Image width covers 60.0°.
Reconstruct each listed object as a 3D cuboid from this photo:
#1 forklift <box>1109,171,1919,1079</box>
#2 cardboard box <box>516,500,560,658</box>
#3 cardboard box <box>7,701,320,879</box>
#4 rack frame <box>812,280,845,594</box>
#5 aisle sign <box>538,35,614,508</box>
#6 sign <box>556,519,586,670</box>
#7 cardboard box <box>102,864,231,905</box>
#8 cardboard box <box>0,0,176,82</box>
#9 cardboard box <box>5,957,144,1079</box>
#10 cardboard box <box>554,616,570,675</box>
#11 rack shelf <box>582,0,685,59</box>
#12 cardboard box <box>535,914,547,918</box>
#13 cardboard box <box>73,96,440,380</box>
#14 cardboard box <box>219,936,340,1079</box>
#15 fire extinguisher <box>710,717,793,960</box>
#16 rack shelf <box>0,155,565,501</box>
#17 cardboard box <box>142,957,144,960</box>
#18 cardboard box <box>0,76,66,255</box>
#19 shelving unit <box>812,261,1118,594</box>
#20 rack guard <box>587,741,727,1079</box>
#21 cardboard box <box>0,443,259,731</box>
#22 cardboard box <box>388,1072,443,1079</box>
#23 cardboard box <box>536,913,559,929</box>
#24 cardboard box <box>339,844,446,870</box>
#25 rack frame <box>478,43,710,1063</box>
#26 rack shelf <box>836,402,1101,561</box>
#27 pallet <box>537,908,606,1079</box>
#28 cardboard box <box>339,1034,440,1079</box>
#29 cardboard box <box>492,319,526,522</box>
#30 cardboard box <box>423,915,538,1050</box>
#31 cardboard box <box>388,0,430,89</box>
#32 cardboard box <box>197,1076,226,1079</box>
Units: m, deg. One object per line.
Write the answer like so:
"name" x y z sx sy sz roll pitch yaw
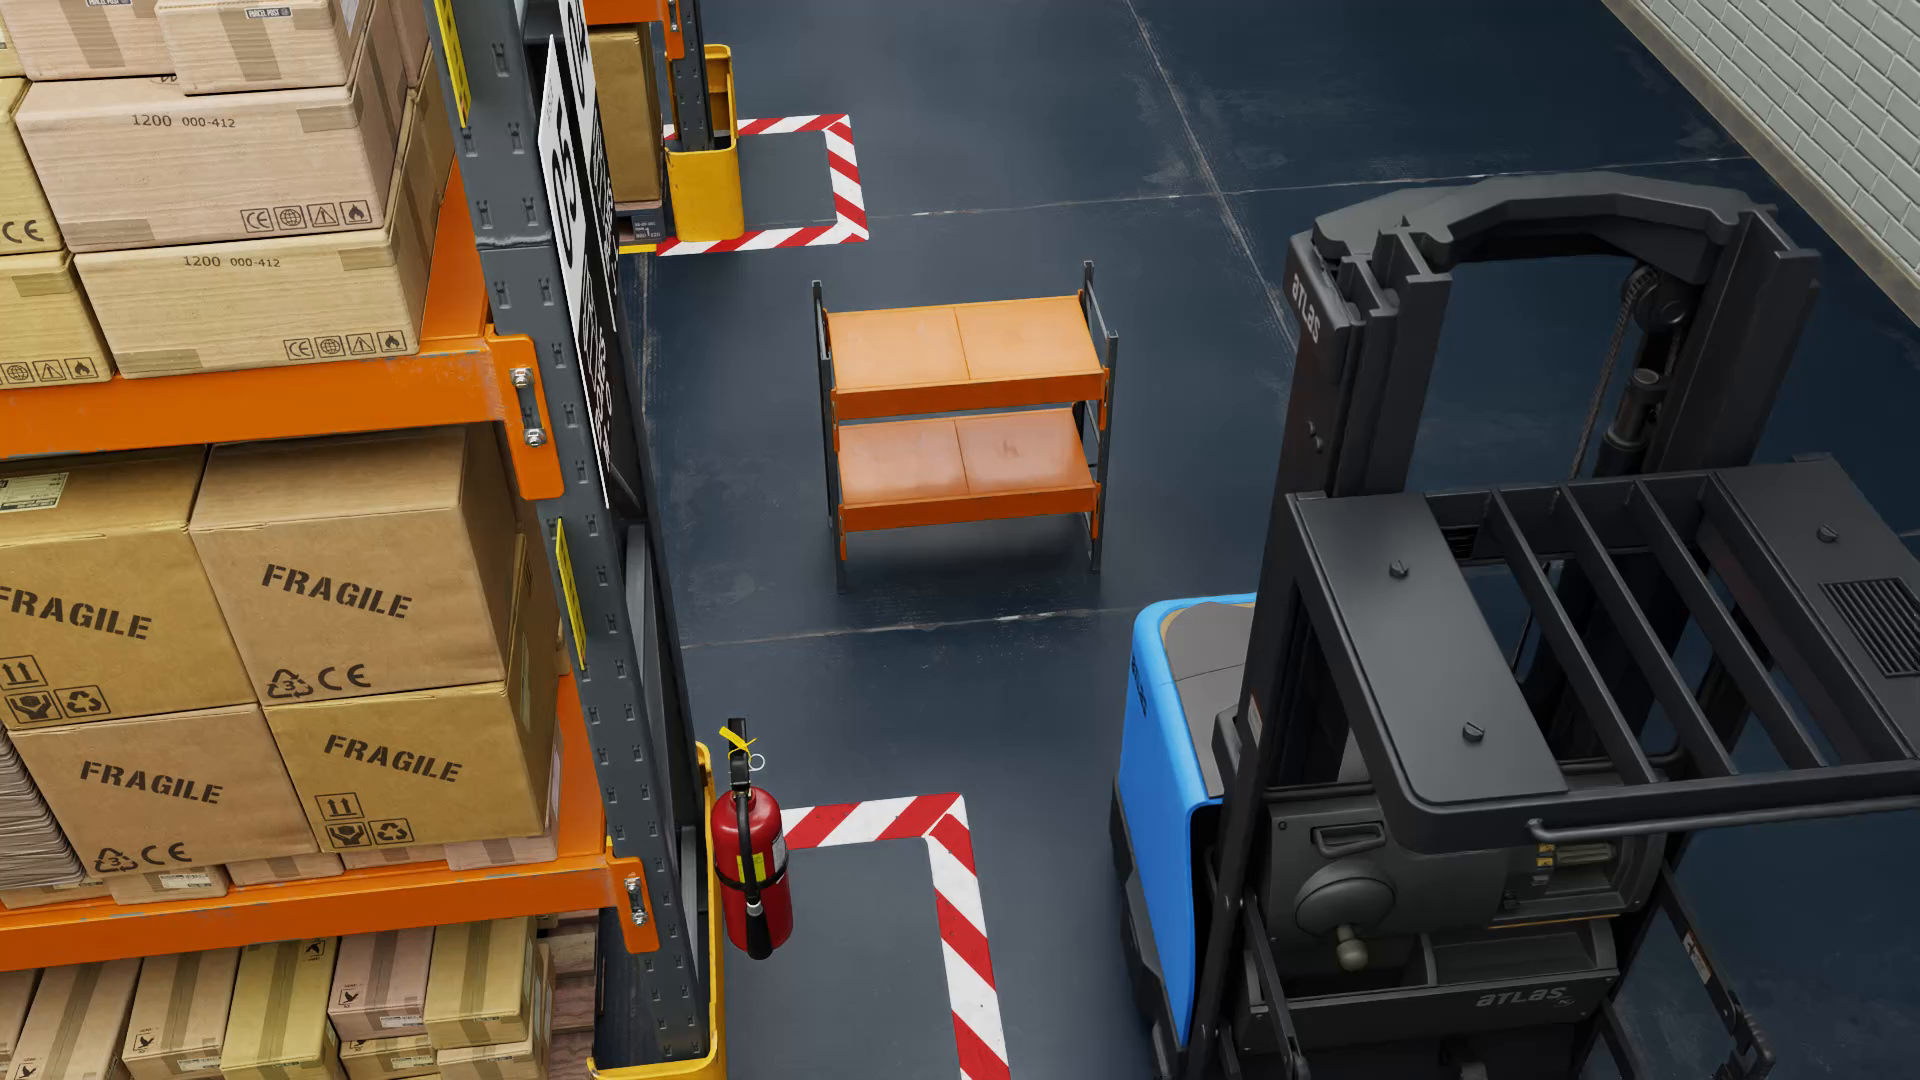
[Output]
"forklift" 1.184 0.837 3.634 1.130 2.935 3.031 -4 42 -5
"cardboard box" -1.301 -0.005 4.219 0.500 0.500 0.500 -3 42 -3
"cardboard box" -1.743 0.391 3.780 0.500 0.500 0.500 -6 42 -6
"rack frame" -0.497 -0.374 6.325 0.032 1.125 0.500 -5 42 -6
"aisle sign" -0.708 -0.485 3.107 0.004 0.787 0.394 -5 42 -6
"sign" -0.768 0.110 3.288 0.005 0.325 0.100 -5 42 -6
"cardboard box" -1.855 0.663 3.963 0.250 0.149 0.380 -4 42 -4
"cardboard box" -1.366 -0.910 2.721 0.250 0.149 0.380 -4 42 -5
"cardboard box" -2.333 1.315 4.424 0.250 0.149 0.380 -4 42 -4
"cardboard box" -1.184 0.191 4.486 0.250 0.149 0.380 -5 42 -6
"rack shelf" -3.346 -2.575 7.902 4.000 0.370 1.077 -5 42 -6
"cardboard box" -1.373 0.955 5.045 0.250 0.149 0.380 -3 42 -4
"cardboard box" -1.237 -0.555 2.999 0.500 0.250 0.500 -6 42 -6
"cardboard box" -1.809 1.274 4.469 0.250 0.149 0.380 -6 42 -6
"fire extinguisher" -0.510 0.739 4.027 0.183 0.674 0.296 -5 42 -6
"rack shelf" -2.803 -0.386 3.235 4.000 0.370 1.077 -5 42 -6
"cardboard box" -2.402 1.057 4.931 0.250 0.149 0.380 -7 43 -8
"cardboard box" -1.750 -0.702 2.788 0.500 0.250 0.500 -6 42 -7
"shelving unit" 0.007 -0.418 6.374 1.048 1.125 0.538 -5 42 -6
"rack guard" -0.895 1.222 5.022 0.348 0.500 1.175 -5 42 -6
"cardboard box" -1.744 0.018 3.448 0.500 0.500 0.500 -6 42 -7
"cardboard box" -1.557 1.464 4.702 0.250 0.149 0.380 -4 42 -4
"cardboard box" -1.381 1.023 5.191 0.250 0.149 0.380 -4 42 -5
"cardboard box" -1.358 0.593 4.040 0.250 0.149 0.380 -5 42 -6
"rack frame" -0.820 0.287 4.192 0.127 3.000 1.000 -5 42 -6
"rack shelf" 0.007 -0.237 6.538 1.000 0.278 0.538 -5 42 -6
"pallet" -1.705 1.377 5.066 1.213 0.211 1.003 -5 42 -6
"cardboard box" -1.572 1.302 4.660 0.250 0.149 0.380 -6 42 -7
"cardboard box" -1.299 -0.369 3.876 0.500 0.500 0.500 -5 42 -6
"cardboard box" -1.312 1.184 4.569 0.250 0.149 0.380 -5 42 -5
"cardboard box" -1.299 -1.090 3.218 0.500 0.250 0.500 -4 42 -5
"cardboard box" -2.101 1.316 4.644 0.250 0.149 0.380 -5 42 -6
